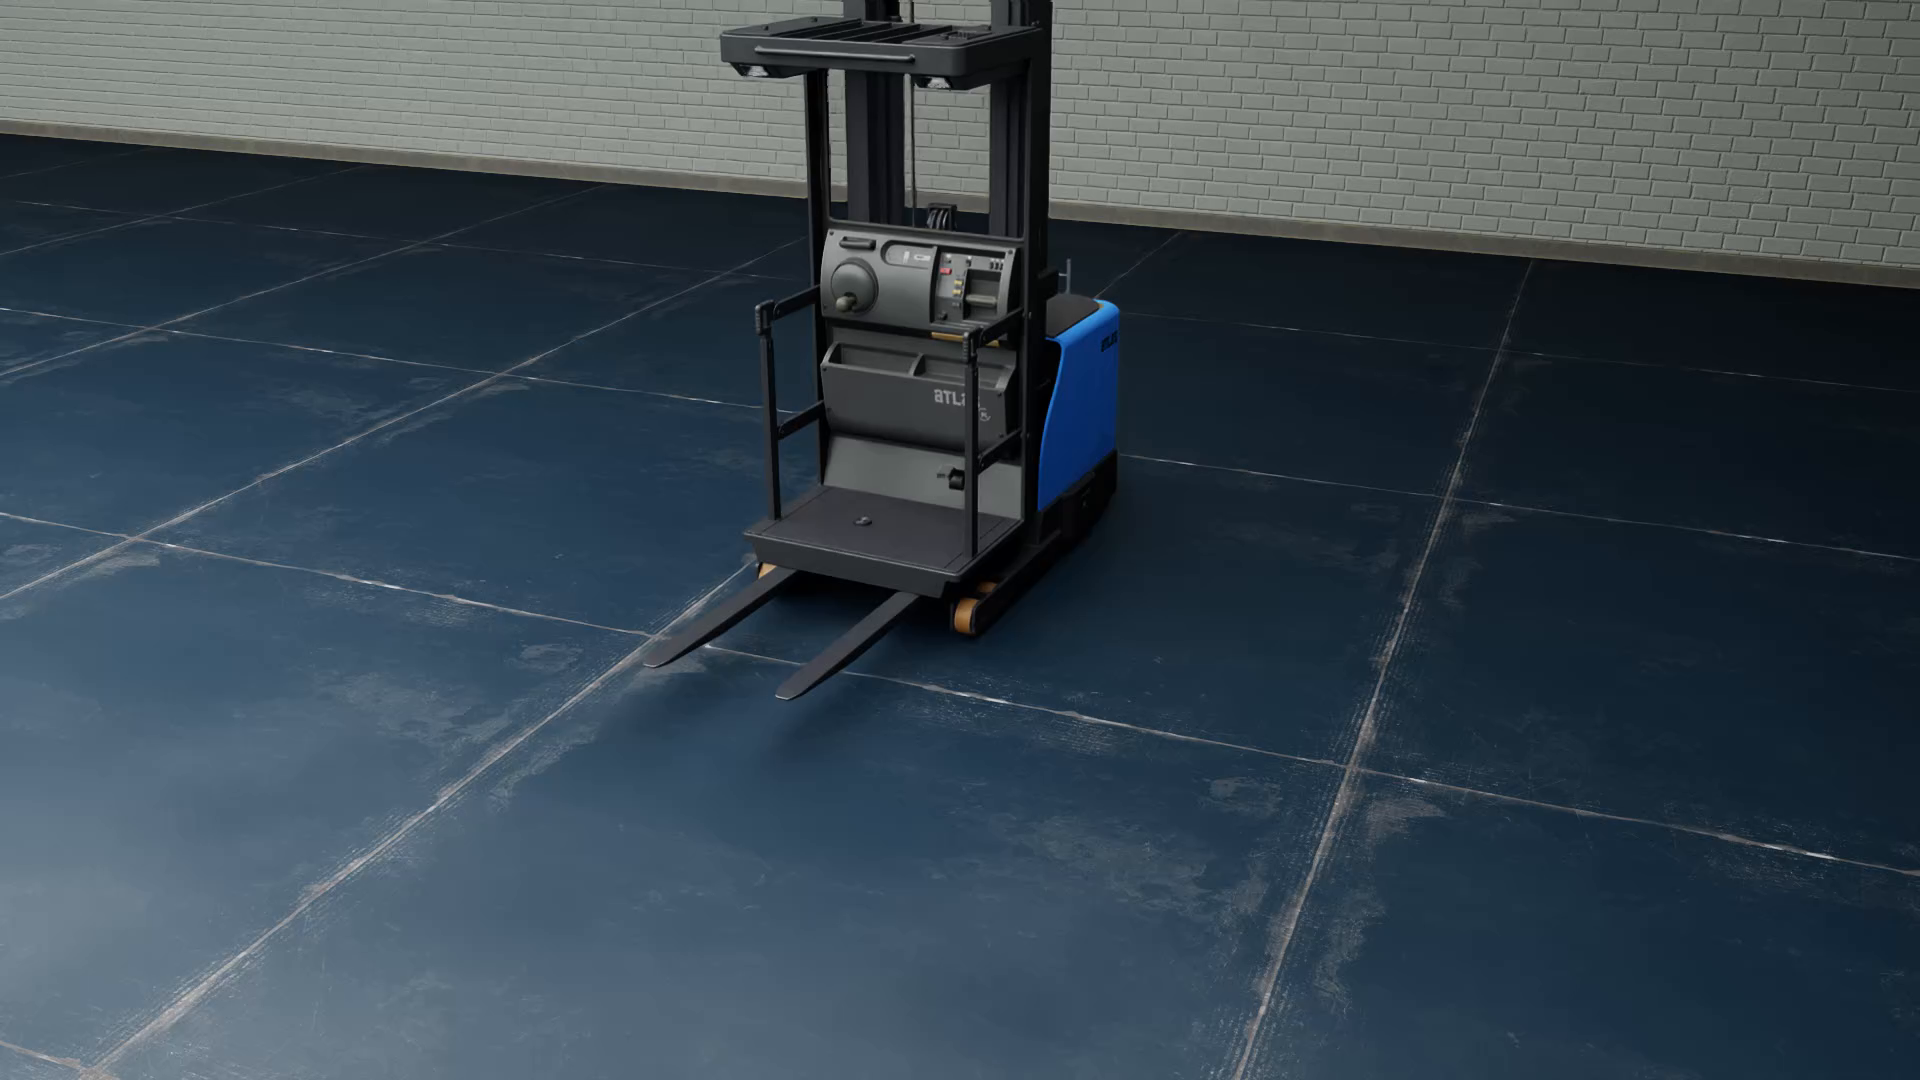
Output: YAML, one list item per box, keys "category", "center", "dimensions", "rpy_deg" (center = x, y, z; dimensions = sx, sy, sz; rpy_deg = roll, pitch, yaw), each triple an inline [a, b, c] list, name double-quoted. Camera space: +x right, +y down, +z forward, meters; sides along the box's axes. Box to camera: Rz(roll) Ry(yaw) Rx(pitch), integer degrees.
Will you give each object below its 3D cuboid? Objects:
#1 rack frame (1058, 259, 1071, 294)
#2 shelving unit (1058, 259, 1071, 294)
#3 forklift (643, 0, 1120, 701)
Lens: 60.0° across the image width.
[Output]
- category: "rack frame"
  center: [0.466, -0.920, 8.896]
  dimensions: [0.240, 1.200, 0.006]
  rpy_deg: [11, 25, 24]
- category: "shelving unit"
  center: [0.426, -0.888, 8.820]
  dimensions: [0.258, 1.200, 0.189]
  rpy_deg: [11, 25, 24]
- category: "forklift"
  center: [-0.283, -1.128, 7.148]
  dimensions: [1.130, 2.935, 3.031]
  rpy_deg: [11, 25, 24]
